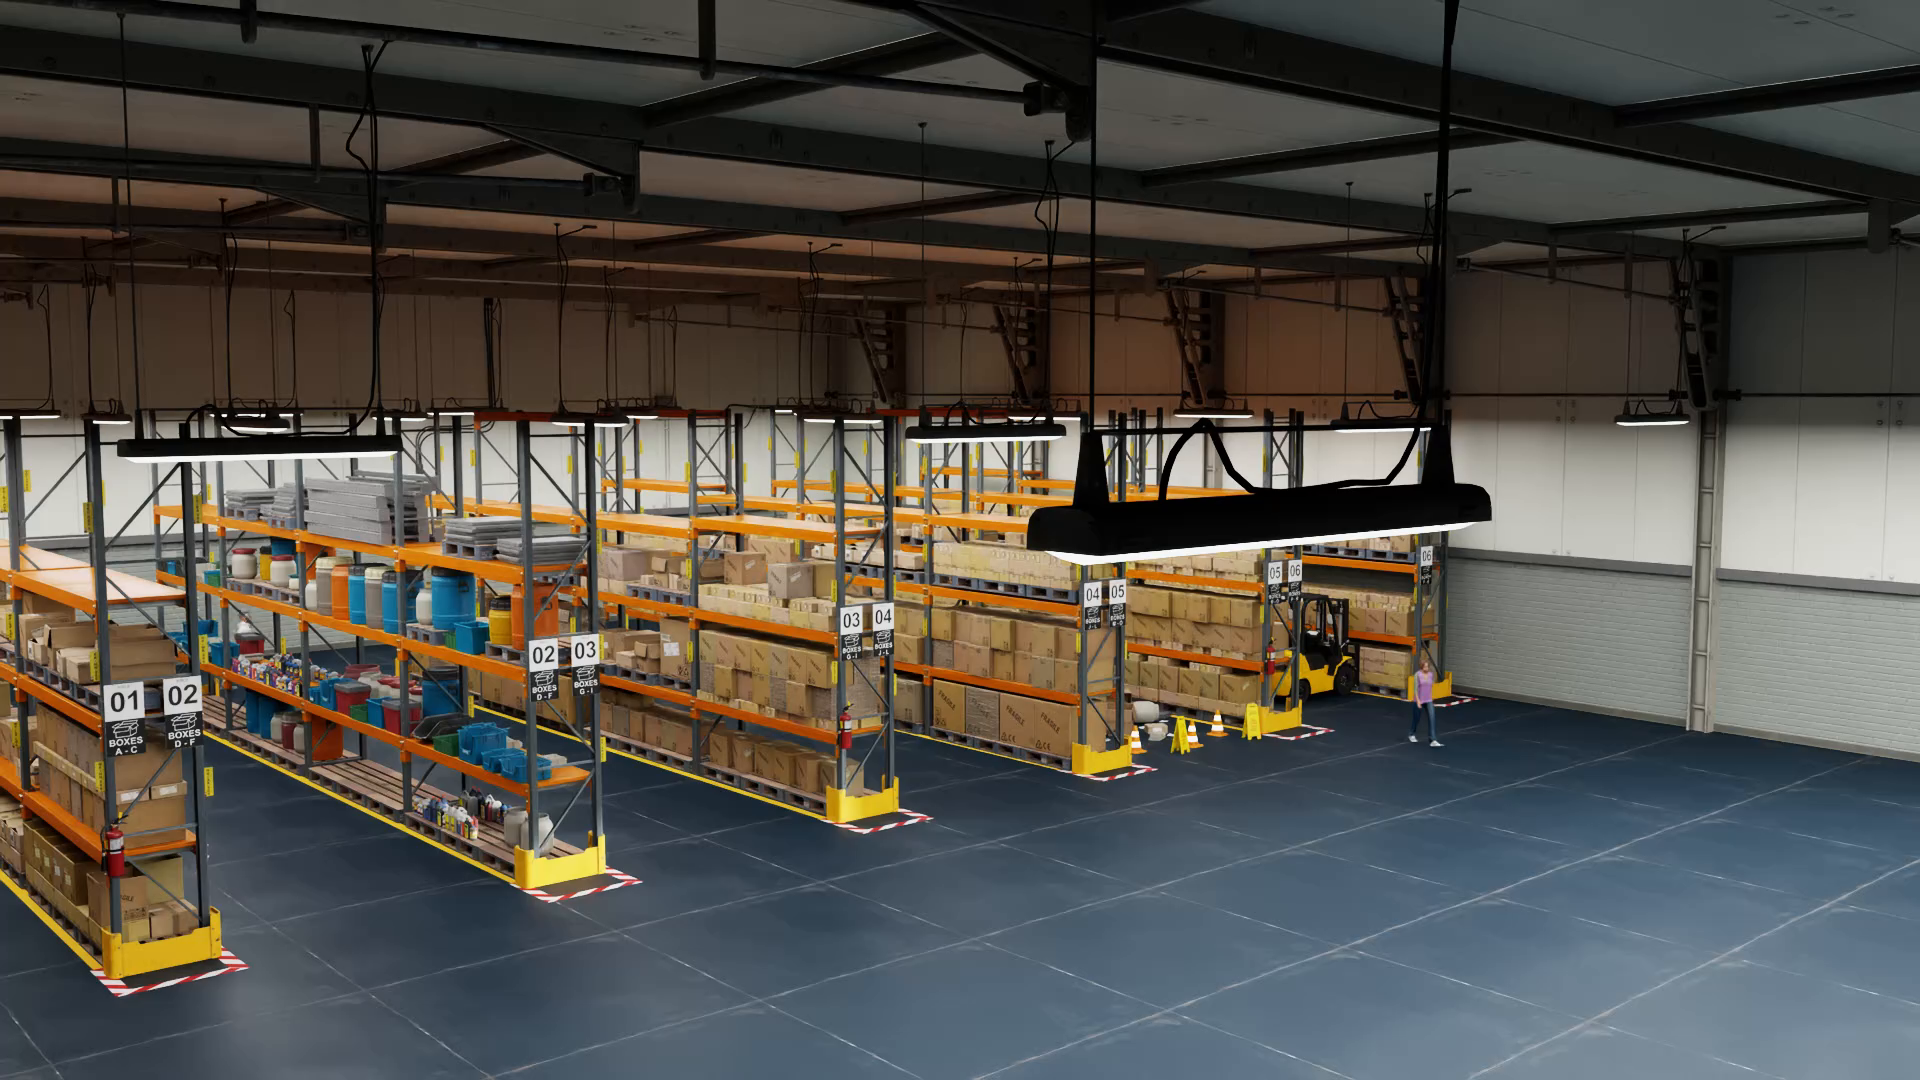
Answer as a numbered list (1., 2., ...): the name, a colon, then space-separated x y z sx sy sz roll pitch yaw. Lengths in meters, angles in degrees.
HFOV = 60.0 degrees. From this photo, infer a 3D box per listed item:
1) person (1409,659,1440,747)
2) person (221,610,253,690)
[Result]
1. person: 8.358 2.937 29.949 0.421 1.524 0.803 0 5 0
2. person: -15.271 2.335 35.594 1.108 1.680 0.522 -5 7 -43
